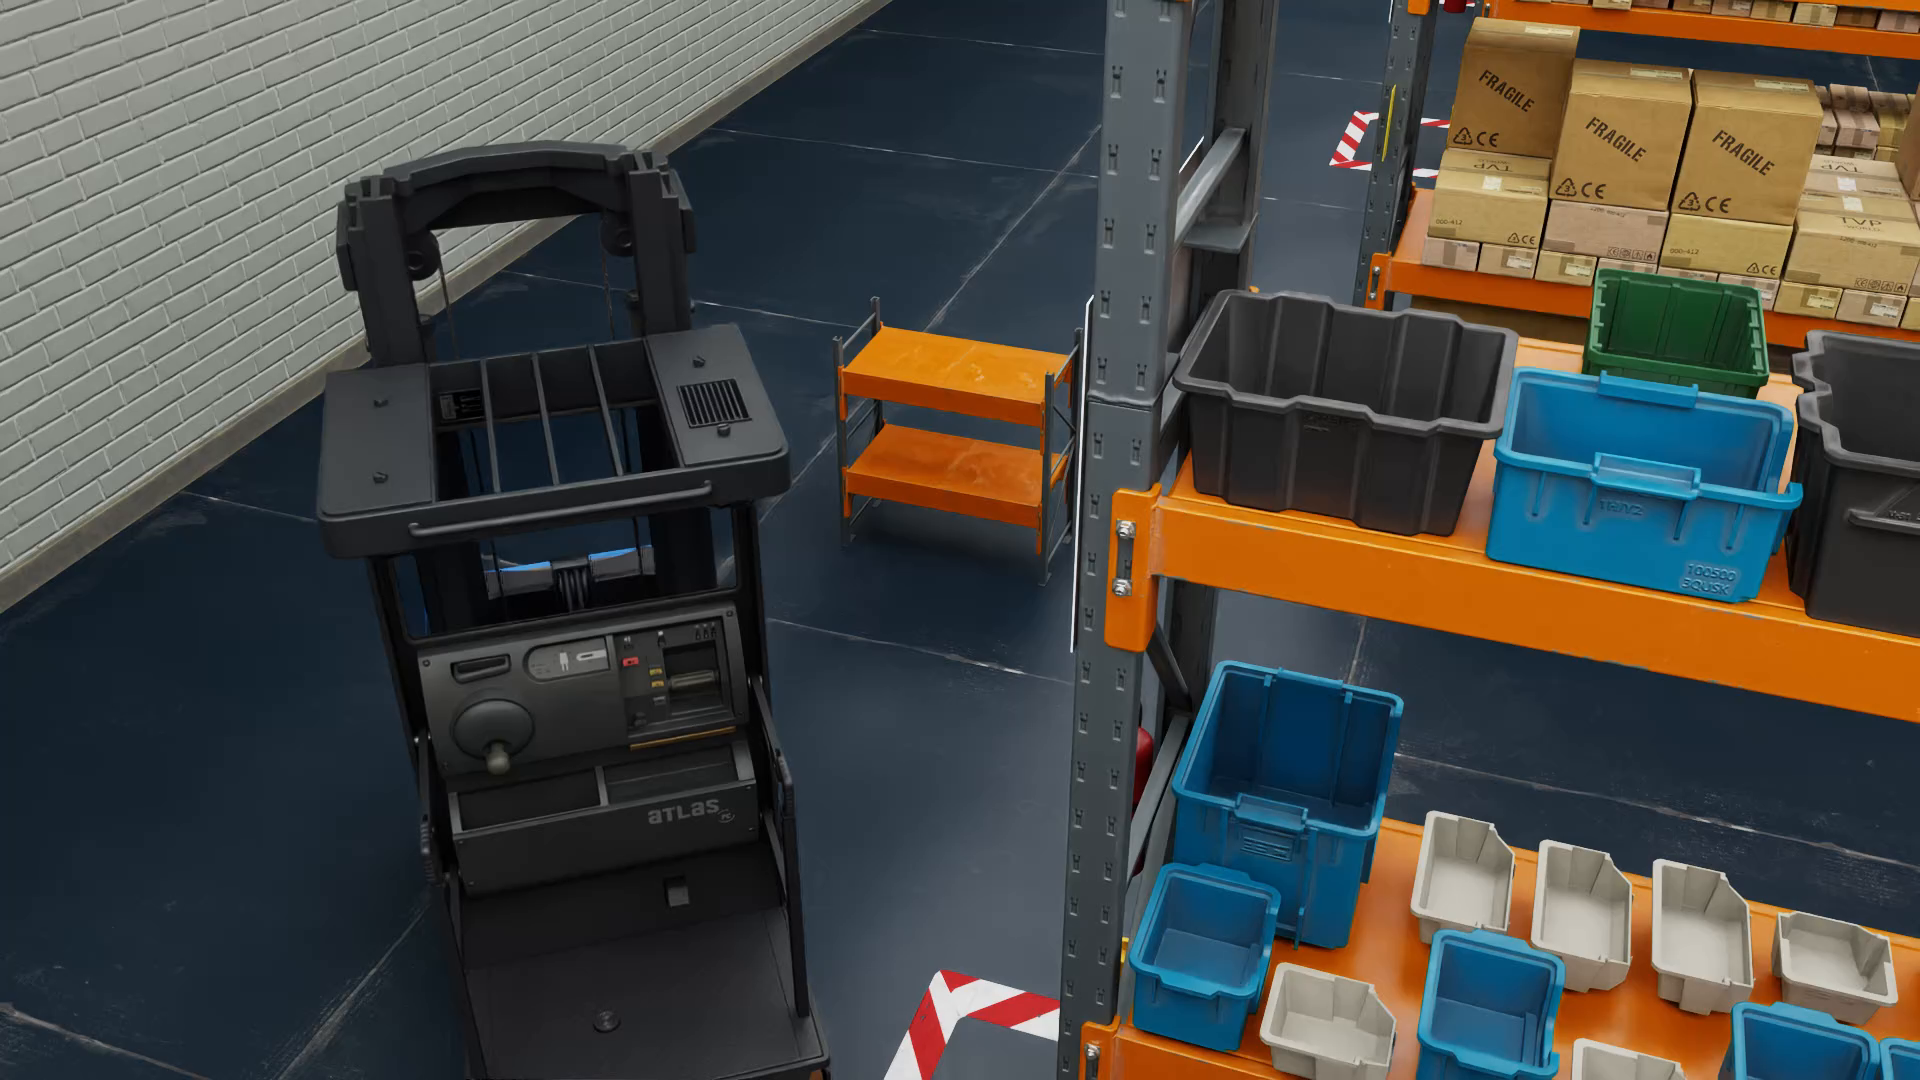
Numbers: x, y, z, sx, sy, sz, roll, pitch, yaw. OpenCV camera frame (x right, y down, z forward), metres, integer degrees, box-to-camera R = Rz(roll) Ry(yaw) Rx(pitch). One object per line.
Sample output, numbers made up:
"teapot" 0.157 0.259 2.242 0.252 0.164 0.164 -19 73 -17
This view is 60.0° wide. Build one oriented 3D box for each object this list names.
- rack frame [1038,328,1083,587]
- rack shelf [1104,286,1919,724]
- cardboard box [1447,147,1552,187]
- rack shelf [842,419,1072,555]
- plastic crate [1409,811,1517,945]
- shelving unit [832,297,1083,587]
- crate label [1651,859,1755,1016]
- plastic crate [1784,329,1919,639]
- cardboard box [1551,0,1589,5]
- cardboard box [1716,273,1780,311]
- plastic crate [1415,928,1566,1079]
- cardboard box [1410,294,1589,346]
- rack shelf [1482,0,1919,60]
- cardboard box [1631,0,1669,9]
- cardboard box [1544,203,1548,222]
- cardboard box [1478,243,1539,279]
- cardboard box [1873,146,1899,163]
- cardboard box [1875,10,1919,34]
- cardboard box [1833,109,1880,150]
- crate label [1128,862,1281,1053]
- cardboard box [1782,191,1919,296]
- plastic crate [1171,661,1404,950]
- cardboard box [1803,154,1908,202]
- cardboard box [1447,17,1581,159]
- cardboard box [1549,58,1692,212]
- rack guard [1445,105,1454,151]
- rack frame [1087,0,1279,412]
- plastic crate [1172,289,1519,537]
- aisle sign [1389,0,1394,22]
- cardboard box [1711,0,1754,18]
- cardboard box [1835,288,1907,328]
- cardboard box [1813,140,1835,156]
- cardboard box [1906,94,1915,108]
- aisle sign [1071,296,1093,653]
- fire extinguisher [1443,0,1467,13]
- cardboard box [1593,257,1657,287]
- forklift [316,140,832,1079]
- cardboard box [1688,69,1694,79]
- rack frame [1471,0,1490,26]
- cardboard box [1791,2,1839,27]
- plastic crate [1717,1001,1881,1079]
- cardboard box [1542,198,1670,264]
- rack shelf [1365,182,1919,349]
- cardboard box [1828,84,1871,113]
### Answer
"rack frame" 0.472 -0.381 7.803 0.032 1.125 0.500 11 34 16
"rack shelf" 2.349 0.164 3.129 4.000 0.370 1.077 11 34 16
"cardboard box" 2.683 -1.882 8.264 0.500 0.250 0.500 10 34 16
"rack shelf" -0.006 -0.268 8.079 1.000 0.278 0.538 11 34 16
"plastic crate" 1.295 0.898 4.281 0.243 0.136 0.396 11 34 16
"shelving unit" -0.006 -0.474 7.947 1.048 1.125 0.538 11 34 16
"crate label" 1.833 0.997 4.128 0.243 0.136 0.396 11 34 16
"plastic crate" 1.811 -0.058 2.867 0.767 0.338 0.504 11 34 16
"cardboard box" 4.353 -3.930 11.803 0.250 0.149 0.380 12 35 18
"cardboard box" 3.571 -1.200 7.575 0.250 0.149 0.380 11 34 16
"plastic crate" 1.207 1.135 3.826 0.300 0.233 0.416 11 34 16
"cardboard box" 2.766 -0.981 8.575 0.875 0.875 0.875 11 34 16
"rack shelf" 5.788 -3.619 11.753 4.000 0.370 1.077 11 34 16
"cardboard box" 4.879 -3.876 11.719 0.250 0.149 0.380 13 35 19
"cardboard box" 3.066 -1.677 8.314 0.250 0.149 0.380 11 34 17
"cardboard box" 2.602 -1.388 7.866 0.250 0.149 0.380 11 34 16
"cardboard box" 6.547 -2.734 11.685 0.250 0.149 0.380 11 35 17
"cardboard box" 6.312 -3.548 11.211 0.250 0.149 0.380 10 34 14
"cardboard box" 6.253 -2.874 11.629 0.250 0.149 0.380 9 34 14
"crate label" 0.587 1.014 4.013 0.303 0.233 0.416 11 34 16
"cardboard box" 3.954 -1.331 7.410 0.500 0.250 0.500 10 34 16
"plastic crate" 0.844 0.682 4.341 0.499 0.435 0.616 11 34 16
"cardboard box" 4.131 -1.603 7.831 0.500 0.250 0.500 11 34 17
"cardboard box" 2.684 -2.195 8.057 0.500 0.500 0.500 11 35 17
"cardboard box" 2.968 -1.833 7.496 0.500 0.500 0.500 10 34 15
"rack guard" 3.977 -3.223 12.781 0.348 0.500 1.175 11 34 16
"rack frame" 0.466 -1.765 2.687 0.127 3.000 1.000 11 34 16
"plastic crate" 0.734 -0.237 3.206 0.590 0.269 0.497 11 34 16
"aisle sign" 1.968 -2.725 7.309 0.004 0.787 0.394 11 34 16
"cardboard box" 5.349 -3.754 11.530 0.250 0.149 0.380 10 34 16
"cardboard box" 4.056 -1.106 7.430 0.250 0.149 0.380 12 35 17
"cardboard box" 6.055 -2.830 11.834 0.250 0.149 0.380 9 34 14
"cardboard box" 6.923 -3.055 11.908 0.250 0.149 0.380 11 34 16
"aisle sign" 0.298 -0.198 3.394 0.004 0.787 0.394 11 34 16
"fire extinguisher" 3.824 -4.380 12.684 0.183 0.674 0.296 11 34 16
"cardboard box" 3.089 -1.294 7.721 0.250 0.149 0.380 10 34 16
"forklift" -1.049 0.500 4.773 1.130 2.935 3.031 -9 34 -14
"cardboard box" 5.487 -3.390 12.428 0.250 0.149 0.380 12 35 18
"rack frame" 3.905 -4.287 12.125 0.127 3.000 1.000 11 34 16
"cardboard box" 5.827 -3.632 11.342 0.250 0.149 0.380 12 35 17
"plastic crate" 1.827 1.255 3.640 0.300 0.233 0.416 11 34 16
"cardboard box" 2.989 -1.518 7.699 0.500 0.250 0.500 11 34 16
"rack shelf" 4.020 -1.105 7.859 4.000 0.370 1.077 11 34 16
"cardboard box" 6.457 -3.179 12.101 0.250 0.149 0.380 12 35 17
